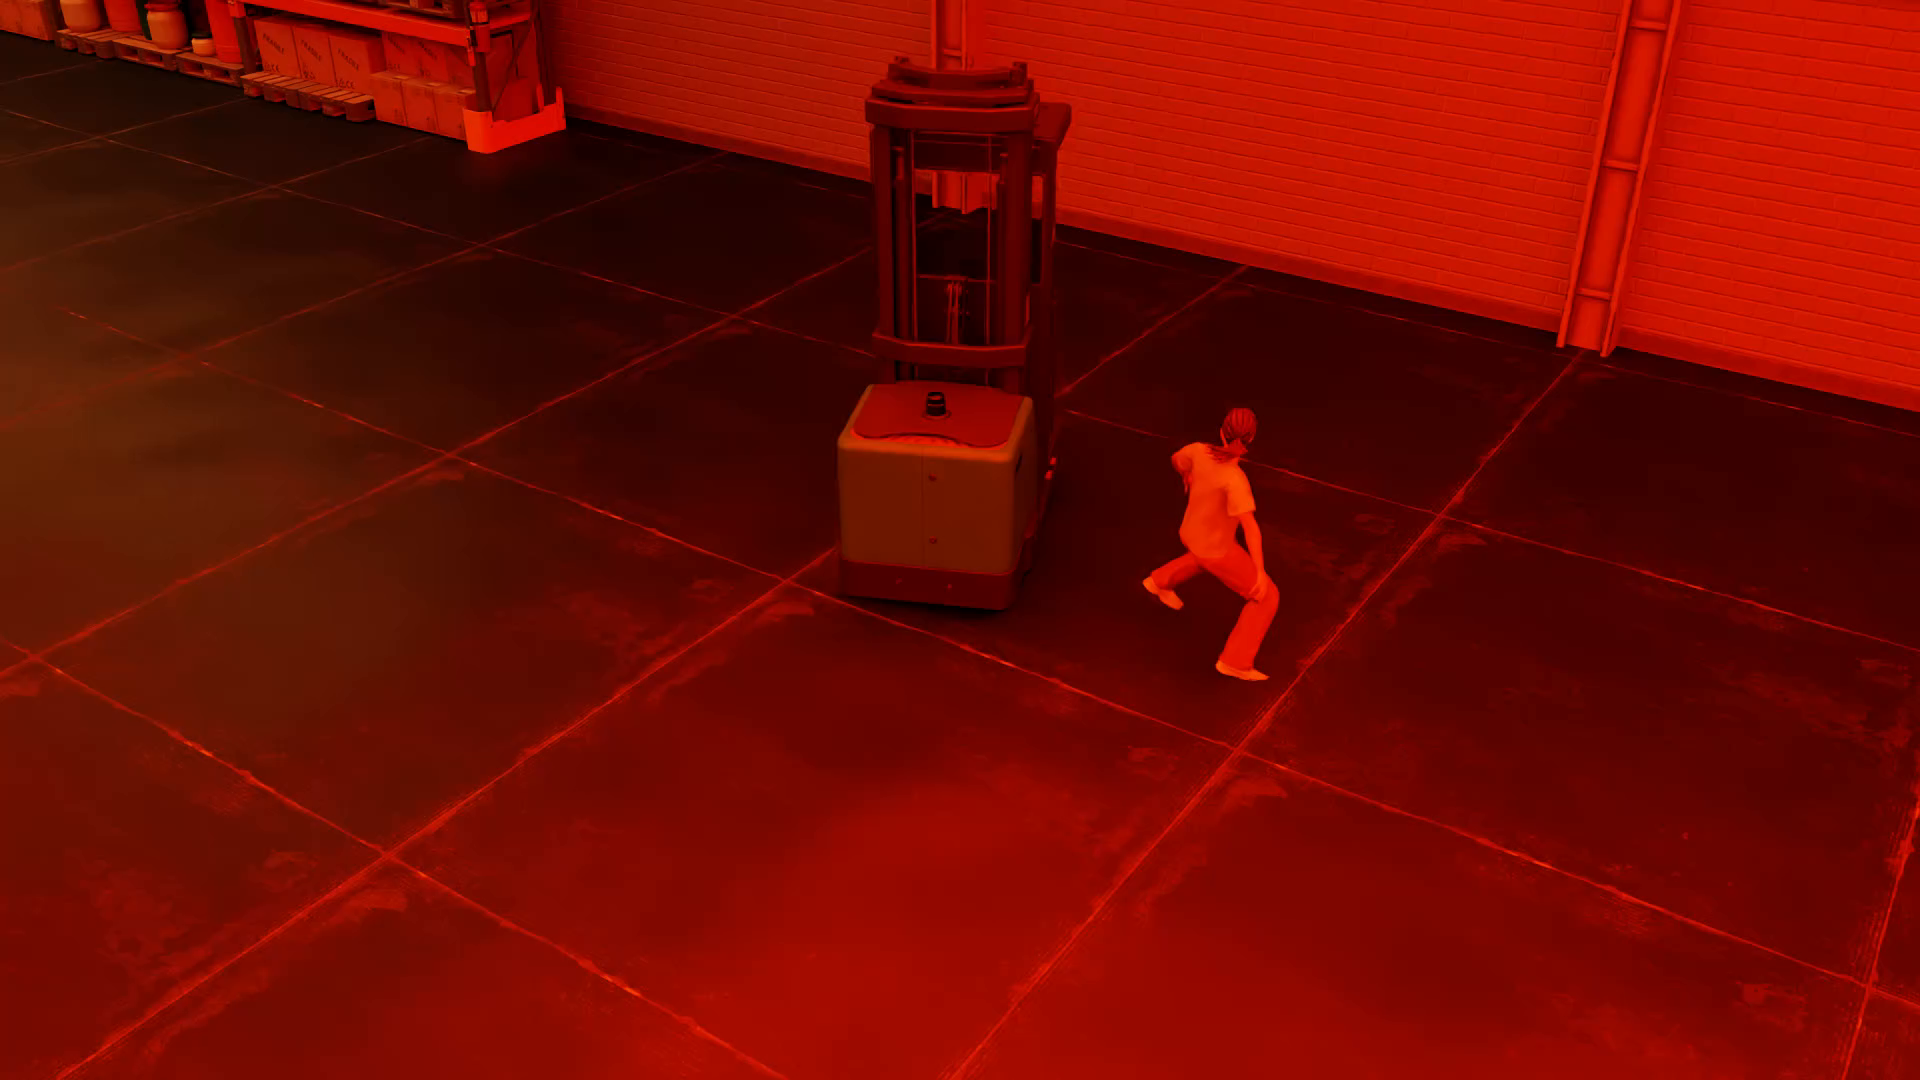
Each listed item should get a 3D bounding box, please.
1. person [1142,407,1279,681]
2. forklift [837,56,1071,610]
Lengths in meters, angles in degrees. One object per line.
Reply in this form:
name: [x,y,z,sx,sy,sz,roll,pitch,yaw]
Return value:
person: [1.427,0.006,9.020,0.499,1.559,1.022,-9,31,-16]
forklift: [0.063,-1.584,10.309,1.130,2.935,3.031,5,31,9]
